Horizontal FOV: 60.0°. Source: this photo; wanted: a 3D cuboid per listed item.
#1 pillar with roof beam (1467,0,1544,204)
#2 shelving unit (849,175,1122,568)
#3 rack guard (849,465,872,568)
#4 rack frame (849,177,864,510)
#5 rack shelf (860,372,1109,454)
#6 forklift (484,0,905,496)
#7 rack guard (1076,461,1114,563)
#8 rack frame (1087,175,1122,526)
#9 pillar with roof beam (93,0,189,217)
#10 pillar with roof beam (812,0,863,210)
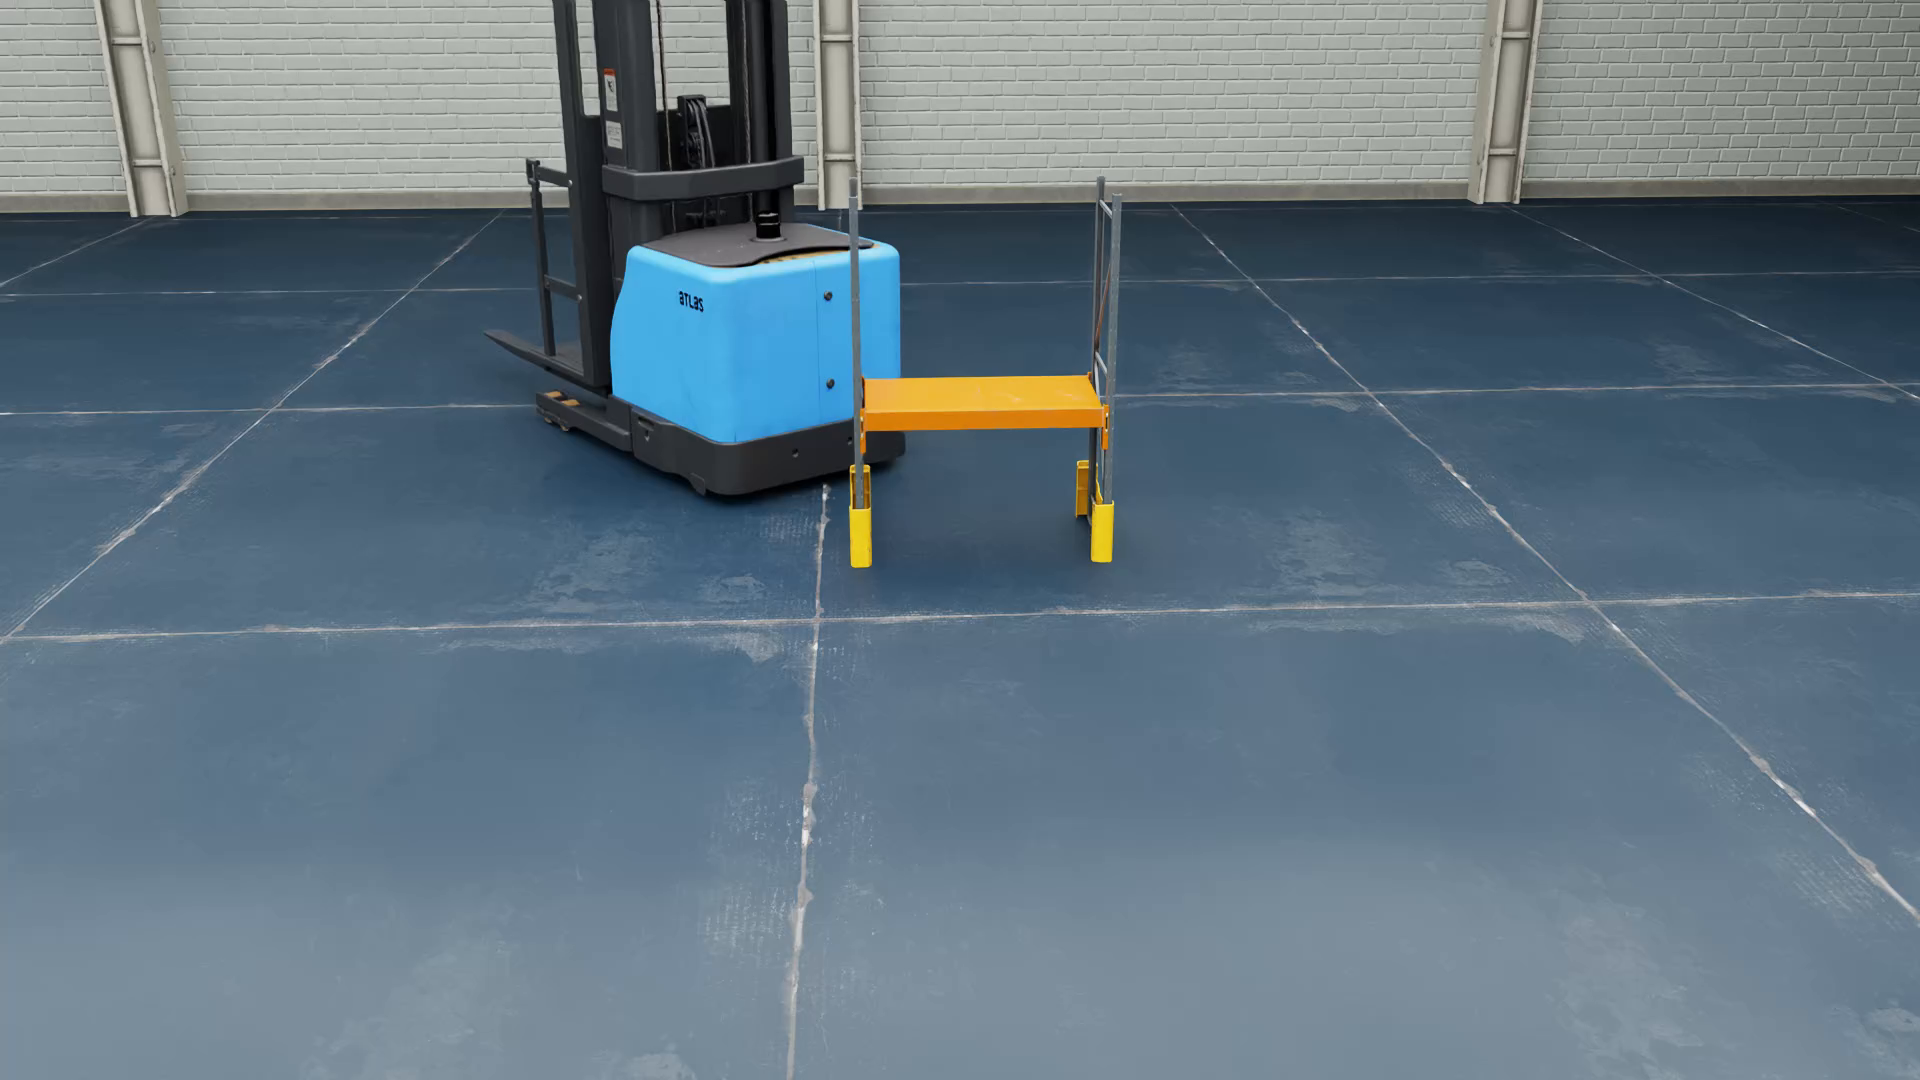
[{"bbox_3d":[5.160,-5.806,9.722,0.400,9.000,9.100,-1,21,-3],"label":"pillar with roof beam"},{"bbox_3d":[0.076,-0.702,6.858,1.083,1.500,0.587,-1,21,-3],"label":"shelving unit"},{"bbox_3d":[-0.421,-0.108,7.054,0.087,0.250,0.587,-1,21,-3],"label":"rack guard"},{"bbox_3d":[-0.422,-0.692,6.832,0.032,1.500,0.500,-1,21,-3],"label":"rack frame"},{"bbox_3d":[0.085,-0.535,6.923,1.000,0.185,0.538,-1,21,-3],"label":"rack shelf"},{"bbox_3d":[-1.571,-2.026,8.322,1.130,2.935,3.031,-16,26,-35],"label":"forklift"},{"bbox_3d":[0.573,-0.128,7.107,0.087,0.250,0.587,-1,21,-3],"label":"rack guard"},{"bbox_3d":[0.593,-0.713,6.886,0.032,1.500,0.500,-1,21,-3],"label":"rack frame"},{"bbox_3d":[-6.820,-5.562,9.082,0.400,9.000,9.100,-1,21,-3],"label":"pillar with roof beam"},{"bbox_3d":[-0.830,-5.684,9.402,0.400,9.000,9.100,-1,21,-3],"label":"pillar with roof beam"}]
